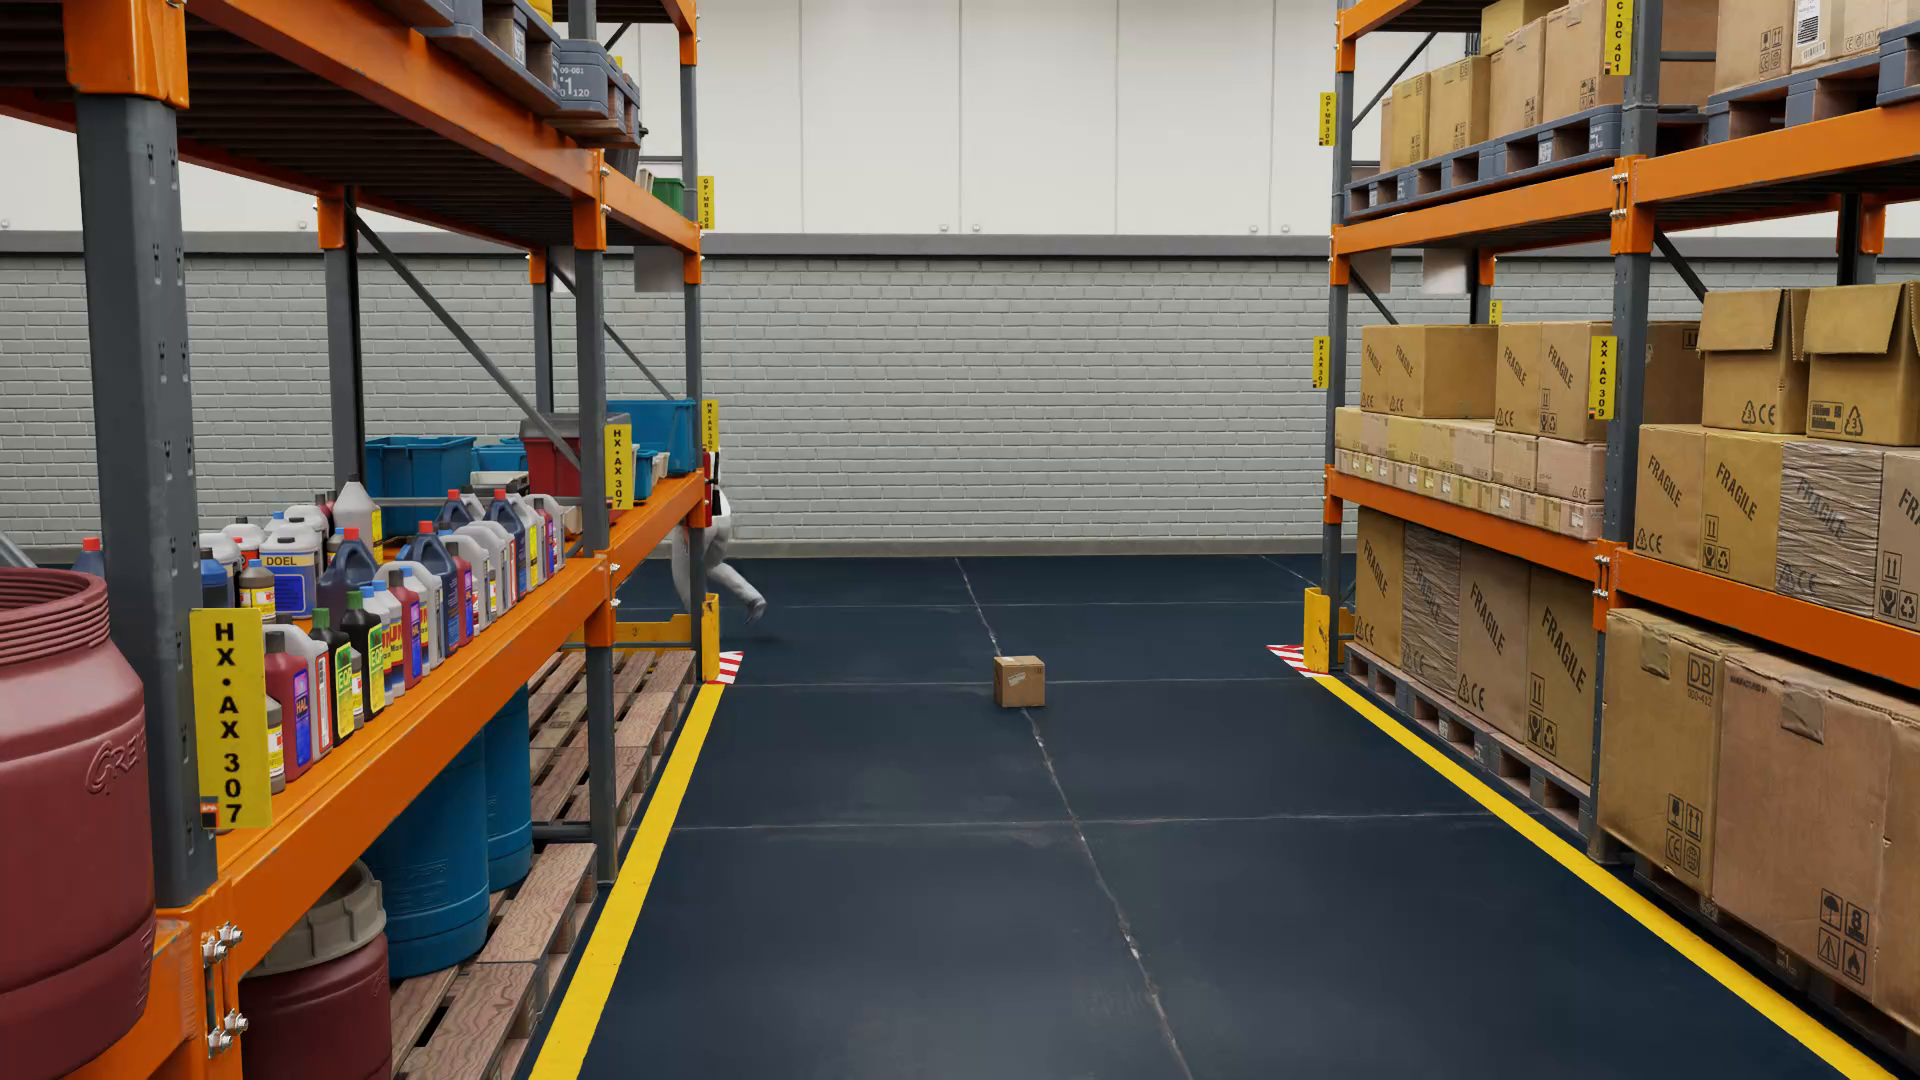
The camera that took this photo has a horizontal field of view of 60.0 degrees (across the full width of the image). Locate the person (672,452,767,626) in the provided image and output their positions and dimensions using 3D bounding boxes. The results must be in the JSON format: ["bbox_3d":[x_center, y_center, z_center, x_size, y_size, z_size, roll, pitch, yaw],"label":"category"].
[{"bbox_3d":[-1.724,-0.107,11.633,0.606,1.640,0.635,3,8,23],"label":"person"}]
